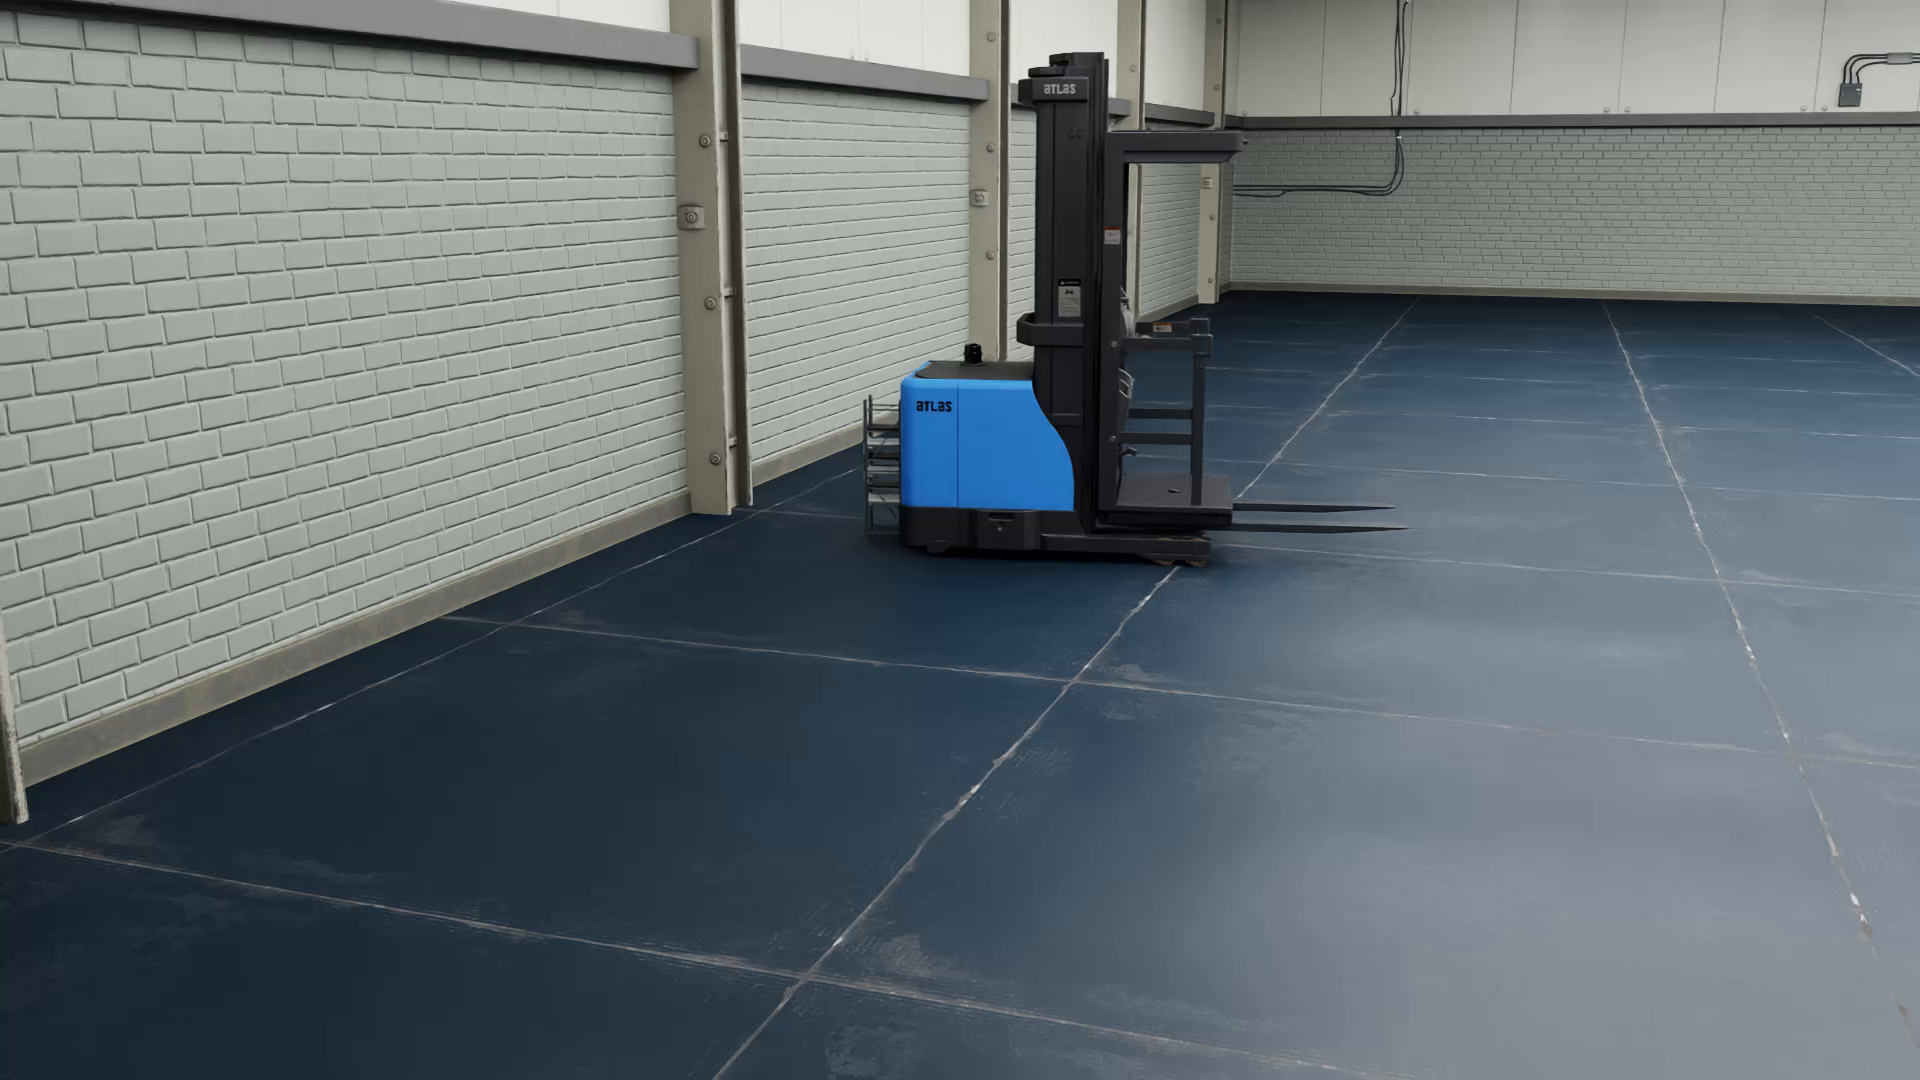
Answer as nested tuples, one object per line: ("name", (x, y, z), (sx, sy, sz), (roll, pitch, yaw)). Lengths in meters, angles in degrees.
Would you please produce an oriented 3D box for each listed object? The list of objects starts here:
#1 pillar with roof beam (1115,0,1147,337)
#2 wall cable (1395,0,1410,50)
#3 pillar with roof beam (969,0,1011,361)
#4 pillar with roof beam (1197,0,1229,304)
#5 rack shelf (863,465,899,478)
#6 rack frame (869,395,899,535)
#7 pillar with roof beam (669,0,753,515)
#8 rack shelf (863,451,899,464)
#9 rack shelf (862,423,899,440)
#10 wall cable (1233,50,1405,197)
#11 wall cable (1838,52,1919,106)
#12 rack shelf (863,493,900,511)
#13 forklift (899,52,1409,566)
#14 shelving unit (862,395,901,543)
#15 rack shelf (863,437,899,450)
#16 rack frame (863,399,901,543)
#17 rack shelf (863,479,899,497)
("pillar with roof beam", (6.308, -6.823, 20.158), (9.100, 9.000, 0.400), (4, 14, 18))
("wall cable", (8.940, -9.675, 28.281), (3.097, 2.526, 0.112), (4, 14, 18))
("pillar with roof beam", (4.366, -5.559, 14.623), (9.100, 9.000, 0.400), (4, 14, 18))
("pillar with roof beam", (8.249, -8.086, 25.693), (9.100, 9.000, 0.400), (4, 14, 18))
("rack shelf", (-0.464, -0.413, 10.425), (0.258, 0.077, 0.200), (1, 13, 6))
("rack frame", (-0.454, -0.468, 10.517), (0.240, 0.900, 0.006), (1, 13, 6))
("pillar with roof beam", (2.425, -4.296, 9.088), (9.100, 9.000, 0.400), (4, 14, 18))
("rack shelf", (-0.464, -0.501, 10.405), (0.258, 0.077, 0.200), (1, 13, 6))
("rack shelf", (-0.464, -0.676, 10.365), (0.258, 0.077, 0.200), (1, 13, 6))
("wall cable", (6.380, -7.407, 29.697), (3.097, 2.526, 0.112), (4, 14, 18))
("wall cable", (15.358, -9.892, 25.963), (2.305, 6.003, 0.169), (4, 14, 18))
("rack shelf", (-0.464, -0.238, 10.466), (0.258, 0.077, 0.200), (1, 13, 6))
("forklift", (1.187, -1.399, 10.031), (3.031, 2.935, 1.130), (2, 13, 7))
("shelving unit", (-0.464, -0.446, 10.418), (0.258, 0.900, 0.210), (1, 13, 6))
("rack shelf", (-0.464, -0.589, 10.385), (0.258, 0.077, 0.200), (1, 13, 6))
("rack frame", (-0.475, -0.423, 10.319), (0.240, 0.900, 0.006), (1, 13, 6))
("rack shelf", (-0.464, -0.325, 10.445), (0.258, 0.077, 0.200), (1, 13, 6))
